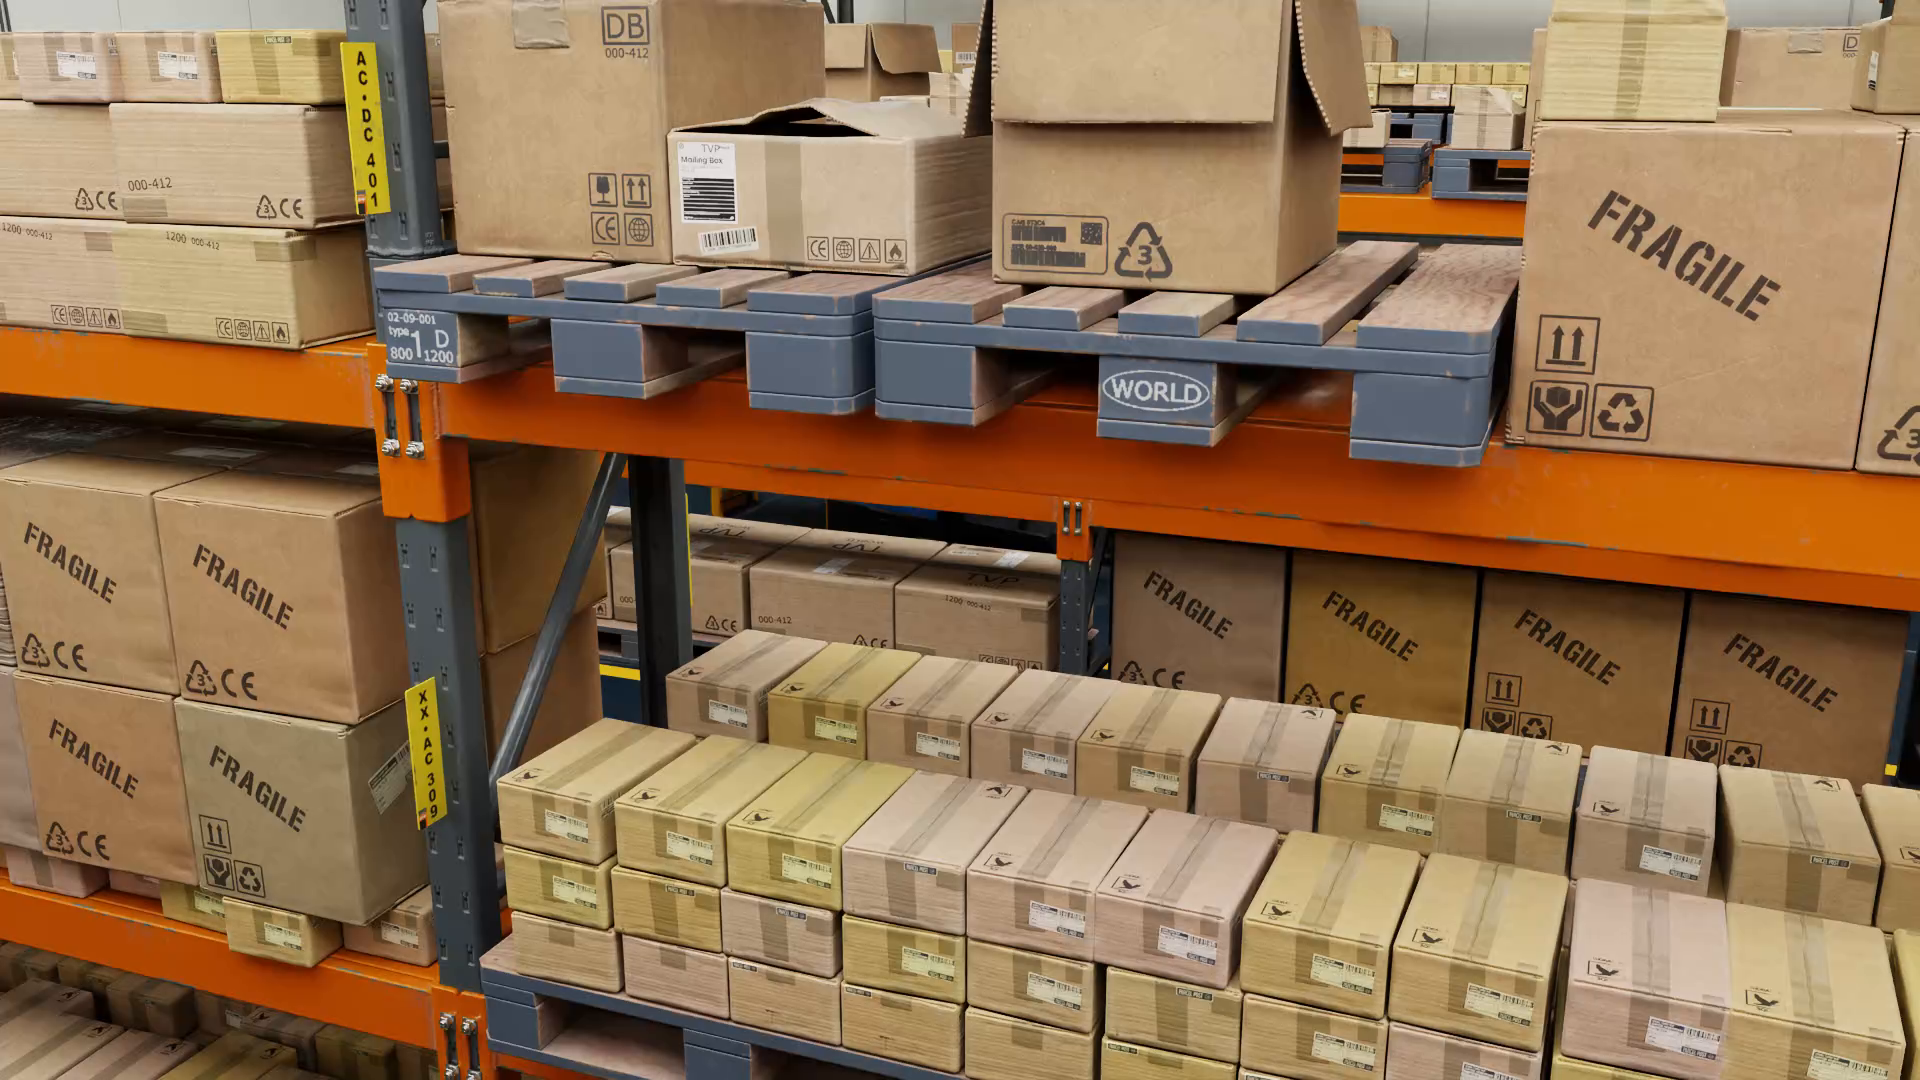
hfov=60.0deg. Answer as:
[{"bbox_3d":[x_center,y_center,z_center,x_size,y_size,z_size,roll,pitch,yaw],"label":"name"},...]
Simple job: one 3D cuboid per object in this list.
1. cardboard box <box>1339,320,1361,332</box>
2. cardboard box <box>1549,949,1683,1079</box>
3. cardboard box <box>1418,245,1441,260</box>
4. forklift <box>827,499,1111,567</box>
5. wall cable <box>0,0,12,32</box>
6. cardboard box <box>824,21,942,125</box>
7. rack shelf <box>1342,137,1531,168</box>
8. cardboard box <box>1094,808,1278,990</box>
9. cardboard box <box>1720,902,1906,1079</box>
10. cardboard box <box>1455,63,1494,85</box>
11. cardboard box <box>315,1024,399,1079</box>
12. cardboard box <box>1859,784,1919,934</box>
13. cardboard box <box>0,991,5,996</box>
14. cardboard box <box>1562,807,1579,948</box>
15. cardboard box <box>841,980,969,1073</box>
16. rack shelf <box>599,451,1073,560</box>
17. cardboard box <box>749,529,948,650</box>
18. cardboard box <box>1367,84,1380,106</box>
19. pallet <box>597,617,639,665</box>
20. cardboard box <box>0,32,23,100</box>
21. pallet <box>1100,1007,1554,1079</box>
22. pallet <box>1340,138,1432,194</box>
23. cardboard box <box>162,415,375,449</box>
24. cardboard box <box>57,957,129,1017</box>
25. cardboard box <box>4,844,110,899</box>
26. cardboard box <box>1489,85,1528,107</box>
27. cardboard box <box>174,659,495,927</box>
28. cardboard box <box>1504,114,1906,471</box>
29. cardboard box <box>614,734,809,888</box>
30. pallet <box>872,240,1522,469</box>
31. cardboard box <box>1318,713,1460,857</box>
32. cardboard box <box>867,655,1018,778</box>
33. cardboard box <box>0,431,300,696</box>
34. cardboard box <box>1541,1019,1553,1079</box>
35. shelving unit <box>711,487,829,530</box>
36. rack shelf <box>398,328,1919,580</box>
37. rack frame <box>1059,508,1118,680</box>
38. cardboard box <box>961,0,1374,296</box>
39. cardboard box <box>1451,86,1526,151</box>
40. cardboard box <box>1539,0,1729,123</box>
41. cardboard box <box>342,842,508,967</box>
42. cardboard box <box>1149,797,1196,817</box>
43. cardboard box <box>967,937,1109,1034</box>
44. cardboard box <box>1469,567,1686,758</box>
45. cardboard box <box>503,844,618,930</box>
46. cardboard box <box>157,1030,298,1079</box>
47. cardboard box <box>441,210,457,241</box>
[{"bbox_3d":[2.004,-0.865,7.800,0.500,0.500,0.500,6,17,19],"label":"cardboard box"},{"bbox_3d":[1.165,0.889,2.895,0.250,0.149,0.380,6,17,20],"label":"cardboard box"},{"bbox_3d":[3.418,-1.930,12.510,0.500,0.500,0.700,6,17,21],"label":"cardboard box"},{"bbox_3d":[0.509,-1.285,11.341,3.031,2.935,1.130,12,20,36],"label":"forklift"},{"bbox_3d":[-7.029,-5.284,14.166,0.133,3.039,2.988,6,17,21],"label":"wall cable"},{"bbox_3d":[-0.515,-2.423,8.640,0.637,0.503,0.797,8,18,25],"label":"cardboard box"},{"bbox_3d":[4.429,-2.731,12.112,4.000,0.370,1.077,6,17,21],"label":"rack shelf"},{"bbox_3d":[0.429,0.666,3.130,0.250,0.149,0.380,7,18,23],"label":"cardboard box"},{"bbox_3d":[1.399,0.773,2.762,0.250,0.149,0.380,7,18,22],"label":"cardboard box"},{"bbox_3d":[3.689,-3.333,11.878,0.250,0.149,0.380,7,17,21],"label":"cardboard box"},{"bbox_3d":[-1.704,1.477,4.999,0.250,0.149,0.380,6,17,20],"label":"cardboard box"},{"bbox_3d":[1.913,0.633,3.244,0.250,0.149,0.380,6,17,20],"label":"cardboard box"},{"bbox_3d":[-3.098,1.485,4.973,0.250,0.149,0.380,7,17,21],"label":"cardboard box"},{"bbox_3d":[1.405,0.720,3.479,0.250,0.149,0.380,6,17,21],"label":"cardboard box"},{"bbox_3d":[-0.049,0.899,3.395,0.250,0.149,0.380,6,17,21],"label":"cardboard box"},{"bbox_3d":[-1.110,-0.412,9.504,4.000,0.370,1.077,6,17,21],"label":"rack shelf"},{"bbox_3d":[-0.627,0.292,9.630,0.875,0.438,0.875,6,17,19],"label":"cardboard box"},{"bbox_3d":[2.929,-3.241,12.096,0.250,0.149,0.380,6,17,21],"label":"cardboard box"},{"bbox_3d":[-2.198,0.438,10.285,1.213,0.211,1.003,6,17,21],"label":"pallet"},{"bbox_3d":[-2.056,-1.116,3.915,0.250,0.149,0.380,7,18,23],"label":"cardboard box"},{"bbox_3d":[0.893,1.050,3.519,1.213,0.211,1.003,6,17,21],"label":"pallet"},{"bbox_3d":[1.622,-1.821,8.029,1.217,0.209,0.805,6,17,18],"label":"pallet"},{"bbox_3d":[-1.789,-0.089,4.592,0.500,0.500,0.500,6,17,19],"label":"cardboard box"},{"bbox_3d":[-2.660,1.367,5.377,0.250,0.149,0.380,6,17,21],"label":"cardboard box"},{"bbox_3d":[-2.324,0.799,4.491,0.250,0.149,0.380,5,17,18],"label":"cardboard box"},{"bbox_3d":[3.885,-3.145,11.763,0.250,0.149,0.380,7,17,22],"label":"cardboard box"},{"bbox_3d":[-1.525,0.574,4.104,0.500,0.500,0.500,6,17,21],"label":"cardboard box"},{"bbox_3d":[1.192,-0.431,2.718,0.500,0.500,0.500,6,17,21],"label":"cardboard box"},{"bbox_3d":[-0.512,0.561,3.492,0.250,0.149,0.380,7,18,22],"label":"cardboard box"},{"bbox_3d":[0.530,-0.413,3.174,1.003,0.211,1.213,6,17,21],"label":"pallet"},{"bbox_3d":[0.937,0.525,3.614,0.250,0.149,0.380,6,17,20],"label":"cardboard box"},{"bbox_3d":[-0.036,0.419,3.981,0.250,0.149,0.380,6,17,19],"label":"cardboard box"},{"bbox_3d":[-1.991,0.040,4.148,0.500,0.500,0.500,6,17,19],"label":"cardboard box"},{"bbox_3d":[0.931,1.005,3.028,0.250,0.149,0.380,7,18,22],"label":"cardboard box"},{"bbox_3d":[-1.301,-0.905,12.599,1.083,1.500,0.587,7,18,23],"label":"shelving unit"},{"bbox_3d":[0.889,-0.150,3.219,4.000,0.370,1.077,6,17,21],"label":"rack shelf"},{"bbox_3d":[0.751,-0.553,8.699,0.127,3.000,1.000,6,17,21],"label":"rack frame"},{"bbox_3d":[0.417,-0.759,3.089,0.637,0.503,0.797,6,17,20],"label":"cardboard box"},{"bbox_3d":[2.322,-1.853,7.285,0.258,0.266,0.396,8,18,25],"label":"cardboard box"},{"bbox_3d":[1.074,-0.806,2.638,0.258,0.266,0.396,6,17,21],"label":"cardboard box"},{"bbox_3d":[-1.323,0.893,4.168,0.250,0.149,0.380,6,17,20],"label":"cardboard box"},{"bbox_3d":[0.444,0.613,3.845,0.250,0.149,0.380,5,17,18],"label":"cardboard box"},{"bbox_3d":[0.202,0.782,3.262,0.250,0.149,0.380,7,18,23],"label":"cardboard box"},{"bbox_3d":[3.032,0.490,8.163,0.875,0.875,0.875,7,17,21],"label":"cardboard box"},{"bbox_3d":[-0.774,0.677,3.627,0.250,0.149,0.380,7,17,22],"label":"cardboard box"},{"bbox_3d":[-2.097,1.568,4.687,0.250,0.149,0.380,7,18,22],"label":"cardboard box"},{"bbox_3d":[-1.305,-0.743,4.243,0.500,0.250,0.500,7,18,23],"label":"cardboard box"}]
